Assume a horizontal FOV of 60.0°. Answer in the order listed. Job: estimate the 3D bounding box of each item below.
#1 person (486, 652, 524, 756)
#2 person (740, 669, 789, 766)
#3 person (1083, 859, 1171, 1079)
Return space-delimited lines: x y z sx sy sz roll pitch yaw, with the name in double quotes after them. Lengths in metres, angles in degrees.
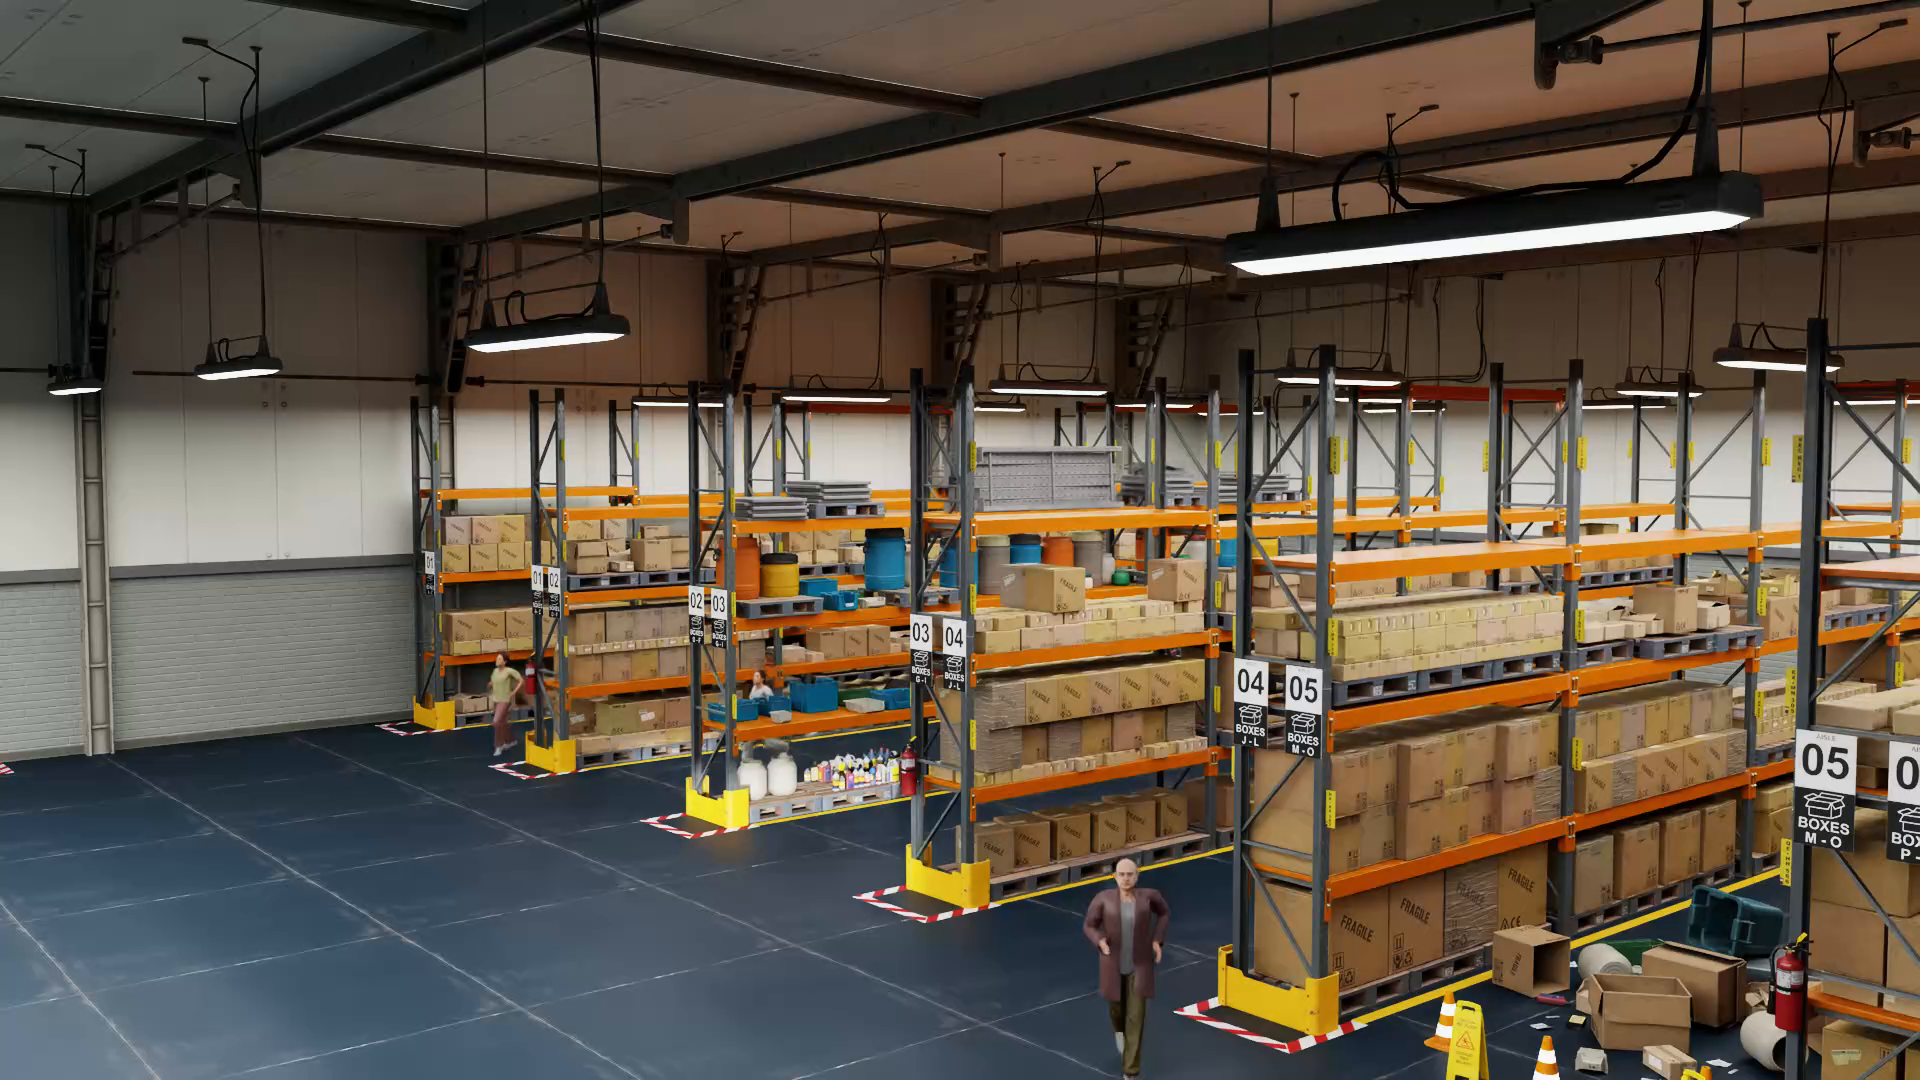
-7.558 2.718 27.574 0.590 1.732 0.662 2 4 32 "person"
-3.054 2.830 25.778 0.537 1.677 1.114 2 4 35 "person"
1.352 3.474 13.505 0.710 1.790 1.042 0 3 7 "person"
